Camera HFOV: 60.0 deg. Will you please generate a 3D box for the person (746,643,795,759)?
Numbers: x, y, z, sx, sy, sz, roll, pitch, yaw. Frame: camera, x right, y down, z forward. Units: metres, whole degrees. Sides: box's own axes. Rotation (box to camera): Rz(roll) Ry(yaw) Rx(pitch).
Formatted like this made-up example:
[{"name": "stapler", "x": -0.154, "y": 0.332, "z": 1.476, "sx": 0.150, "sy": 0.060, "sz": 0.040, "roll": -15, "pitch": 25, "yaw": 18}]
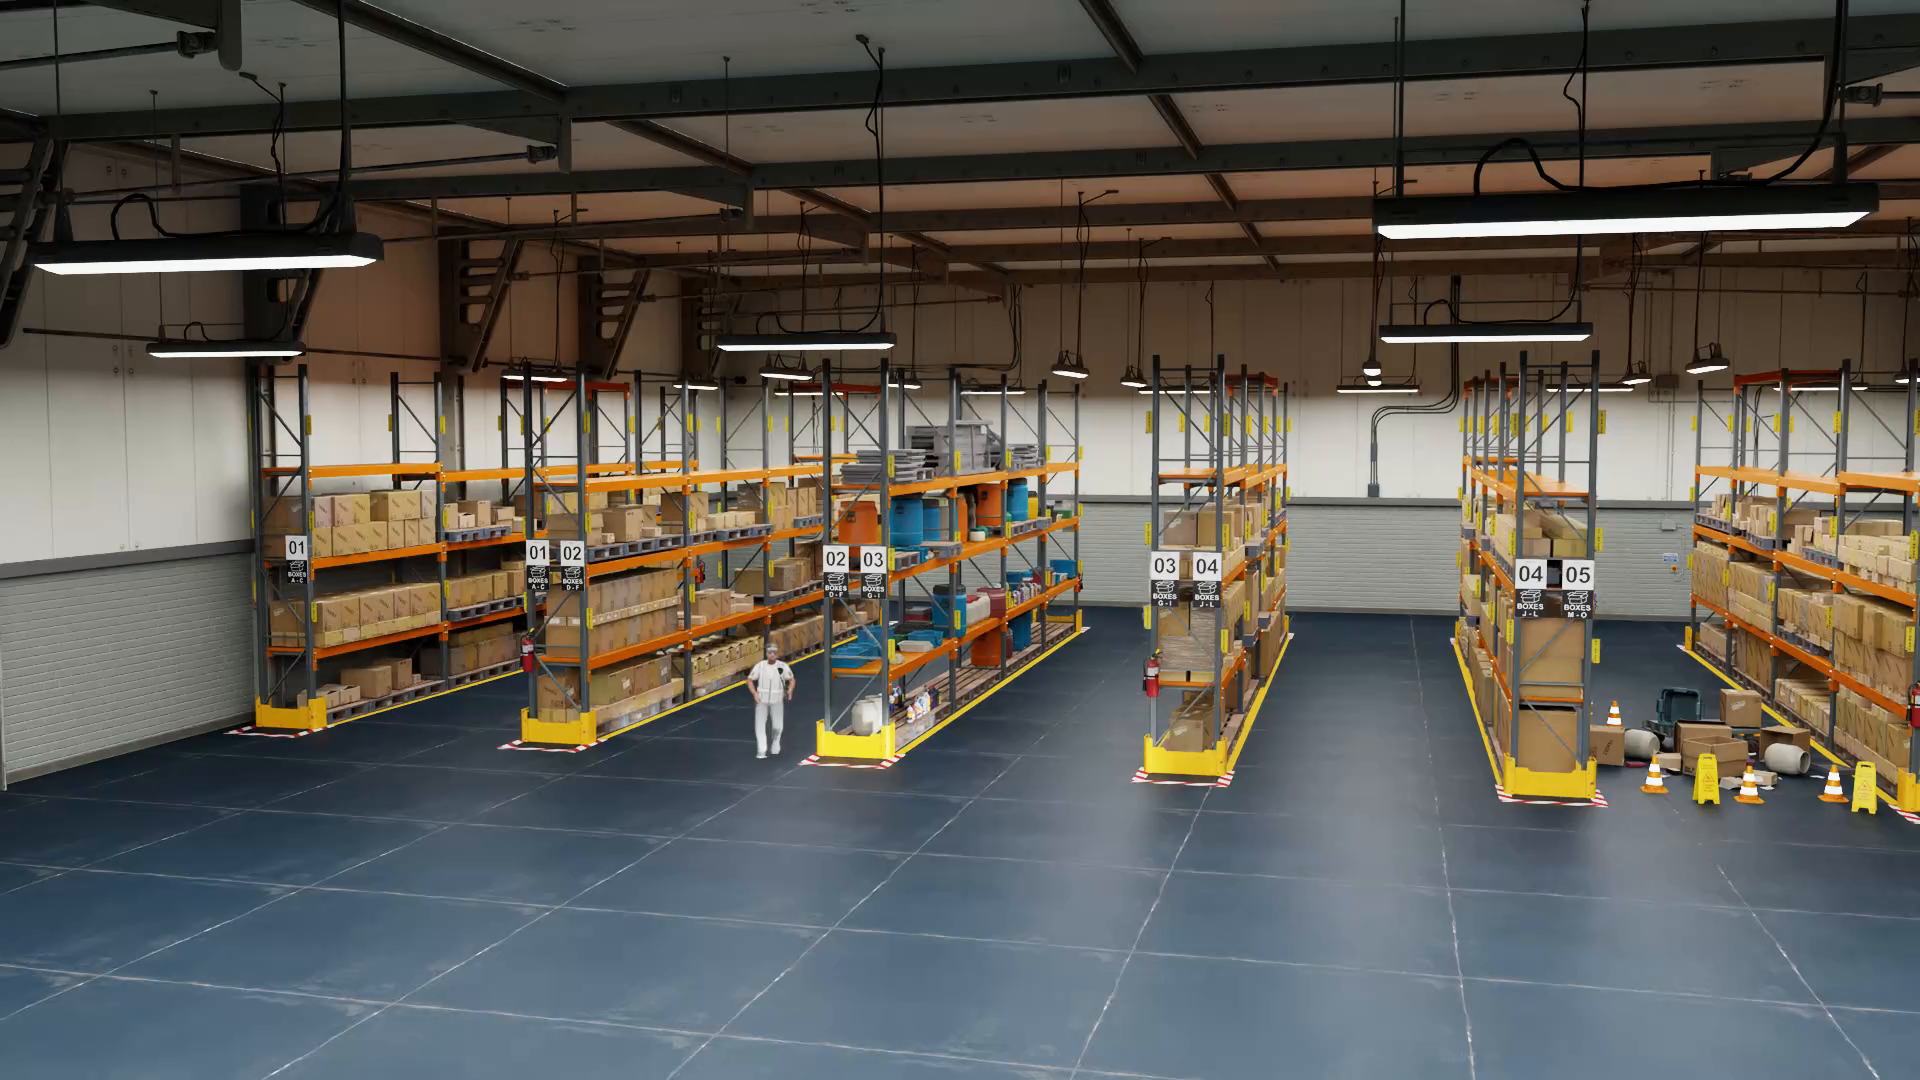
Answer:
[{"name": "person", "x": -2.855, "y": 2.417, "z": 25.038, "sx": 0.724, "sy": 1.736, "sz": 0.526, "roll": 0, "pitch": 4, "yaw": -3}]
